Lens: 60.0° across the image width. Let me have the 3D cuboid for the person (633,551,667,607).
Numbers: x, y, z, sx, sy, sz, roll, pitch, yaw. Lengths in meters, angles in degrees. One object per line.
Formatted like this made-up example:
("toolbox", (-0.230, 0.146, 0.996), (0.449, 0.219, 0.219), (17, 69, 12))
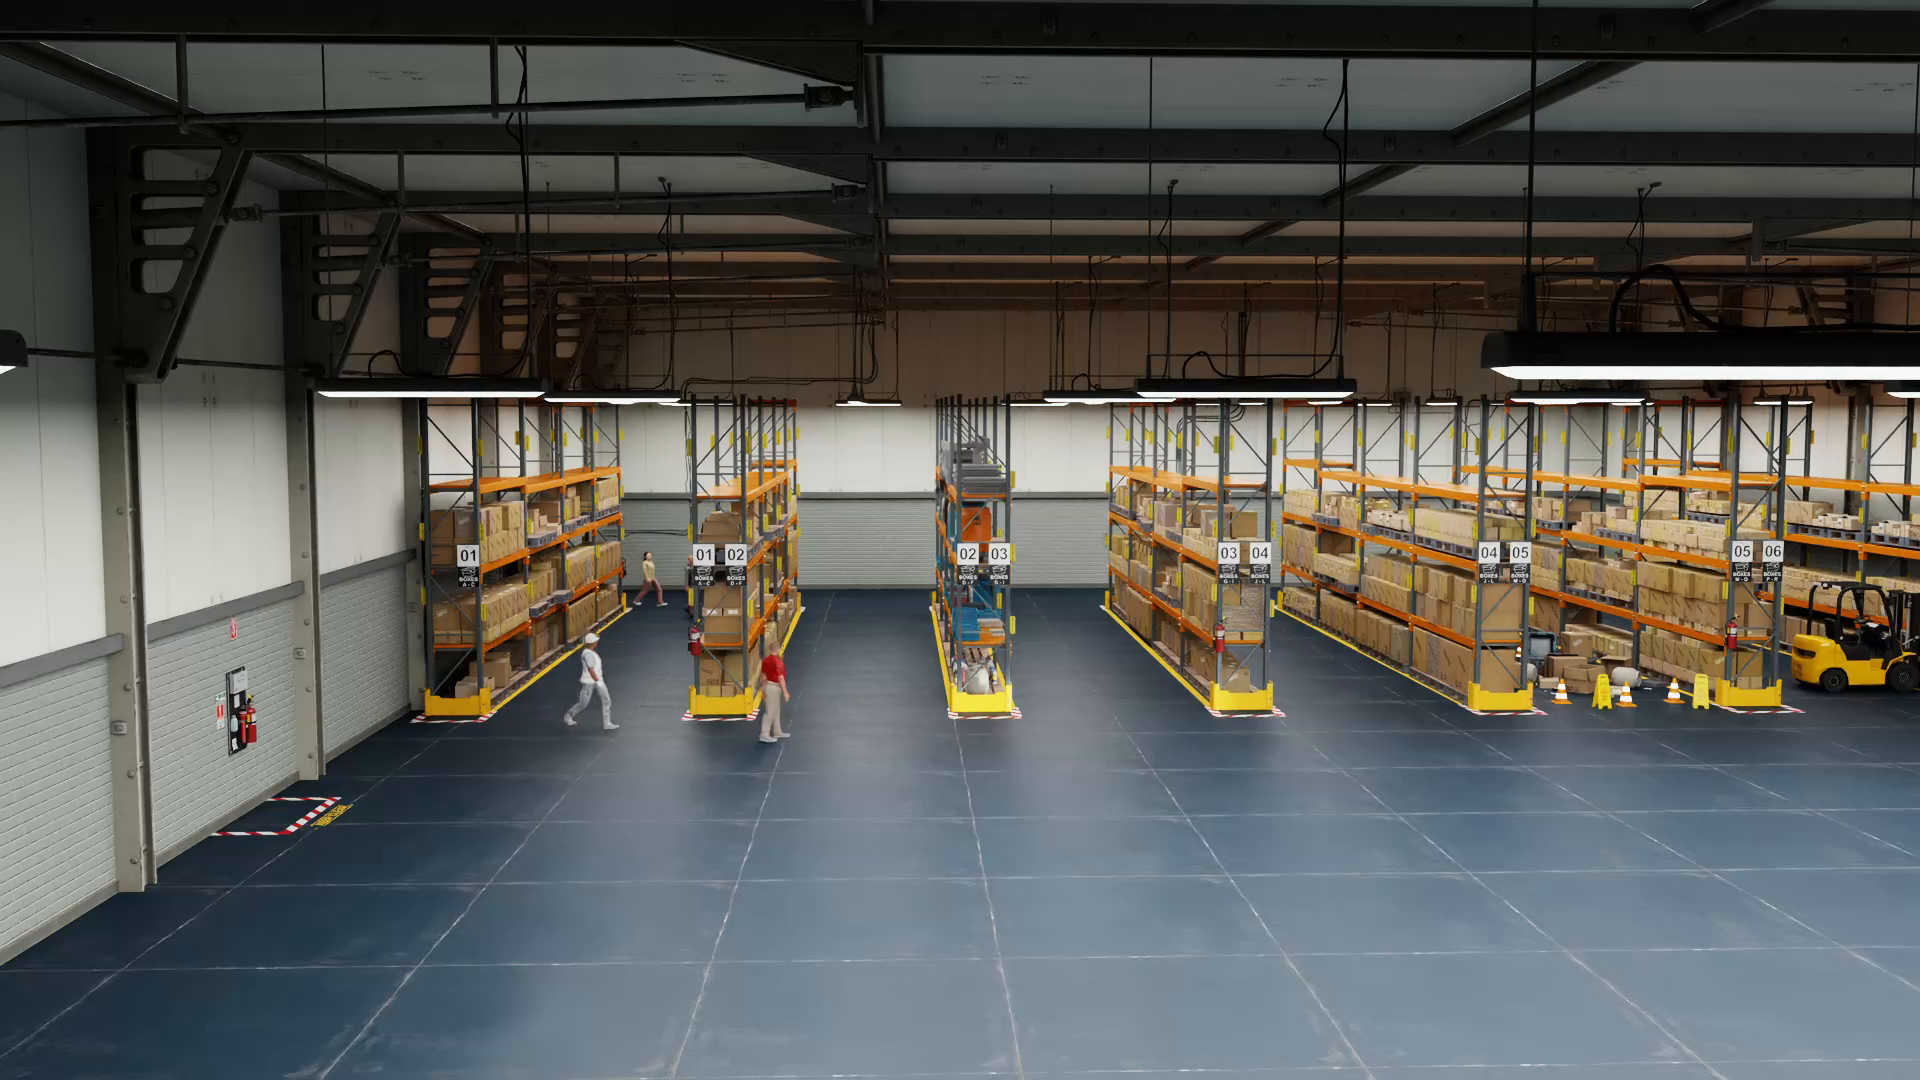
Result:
("person", (-8.993, 1.133, 48.072), (0.988, 1.604, 0.548), (2, 5, 23))

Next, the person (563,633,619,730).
("person", (-6.588, 2.528, 29.630), (1.027, 1.740, 0.483), (2, 5, 24))

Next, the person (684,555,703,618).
("person", (-7.366, 1.272, 45.637), (0.519, 1.725, 0.552), (1, 5, 14))

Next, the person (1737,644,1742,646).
("person", (16.875, 2.042, 36.389), (0.433, 1.635, 0.654), (-4, 6, -45))

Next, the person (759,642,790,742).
("person", (-3.168, 2.612, 28.660), (0.612, 1.713, 0.595), (-2, 5, -21))
